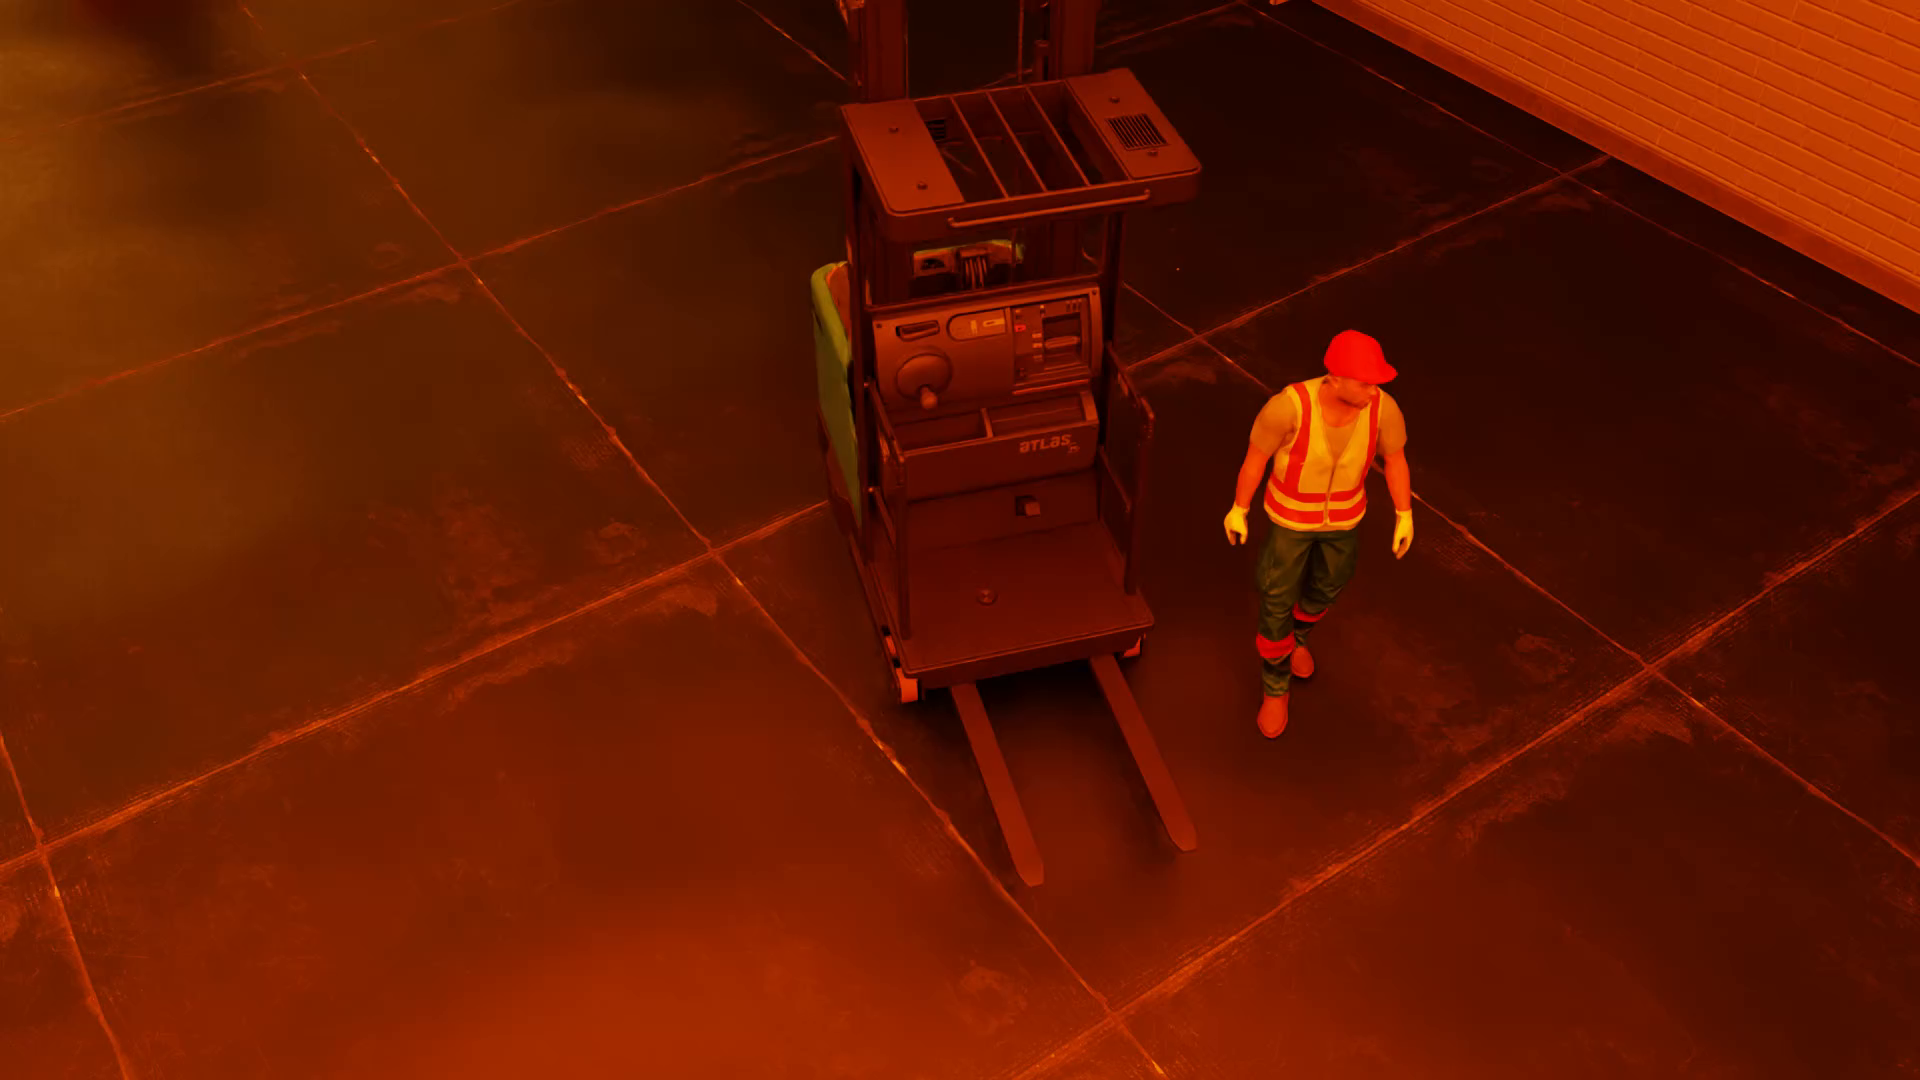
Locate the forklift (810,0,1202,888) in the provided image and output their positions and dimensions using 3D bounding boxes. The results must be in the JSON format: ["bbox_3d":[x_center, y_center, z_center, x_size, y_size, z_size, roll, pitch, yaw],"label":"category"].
[{"bbox_3d":[0.176,-0.678,6.451,1.130,2.935,3.031,-11,44,-11],"label":"forklift"}]

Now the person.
[{"bbox_3d":[1.451,-0.028,6.607,0.733,1.777,0.614,-5,43,-6],"label":"person"}]
